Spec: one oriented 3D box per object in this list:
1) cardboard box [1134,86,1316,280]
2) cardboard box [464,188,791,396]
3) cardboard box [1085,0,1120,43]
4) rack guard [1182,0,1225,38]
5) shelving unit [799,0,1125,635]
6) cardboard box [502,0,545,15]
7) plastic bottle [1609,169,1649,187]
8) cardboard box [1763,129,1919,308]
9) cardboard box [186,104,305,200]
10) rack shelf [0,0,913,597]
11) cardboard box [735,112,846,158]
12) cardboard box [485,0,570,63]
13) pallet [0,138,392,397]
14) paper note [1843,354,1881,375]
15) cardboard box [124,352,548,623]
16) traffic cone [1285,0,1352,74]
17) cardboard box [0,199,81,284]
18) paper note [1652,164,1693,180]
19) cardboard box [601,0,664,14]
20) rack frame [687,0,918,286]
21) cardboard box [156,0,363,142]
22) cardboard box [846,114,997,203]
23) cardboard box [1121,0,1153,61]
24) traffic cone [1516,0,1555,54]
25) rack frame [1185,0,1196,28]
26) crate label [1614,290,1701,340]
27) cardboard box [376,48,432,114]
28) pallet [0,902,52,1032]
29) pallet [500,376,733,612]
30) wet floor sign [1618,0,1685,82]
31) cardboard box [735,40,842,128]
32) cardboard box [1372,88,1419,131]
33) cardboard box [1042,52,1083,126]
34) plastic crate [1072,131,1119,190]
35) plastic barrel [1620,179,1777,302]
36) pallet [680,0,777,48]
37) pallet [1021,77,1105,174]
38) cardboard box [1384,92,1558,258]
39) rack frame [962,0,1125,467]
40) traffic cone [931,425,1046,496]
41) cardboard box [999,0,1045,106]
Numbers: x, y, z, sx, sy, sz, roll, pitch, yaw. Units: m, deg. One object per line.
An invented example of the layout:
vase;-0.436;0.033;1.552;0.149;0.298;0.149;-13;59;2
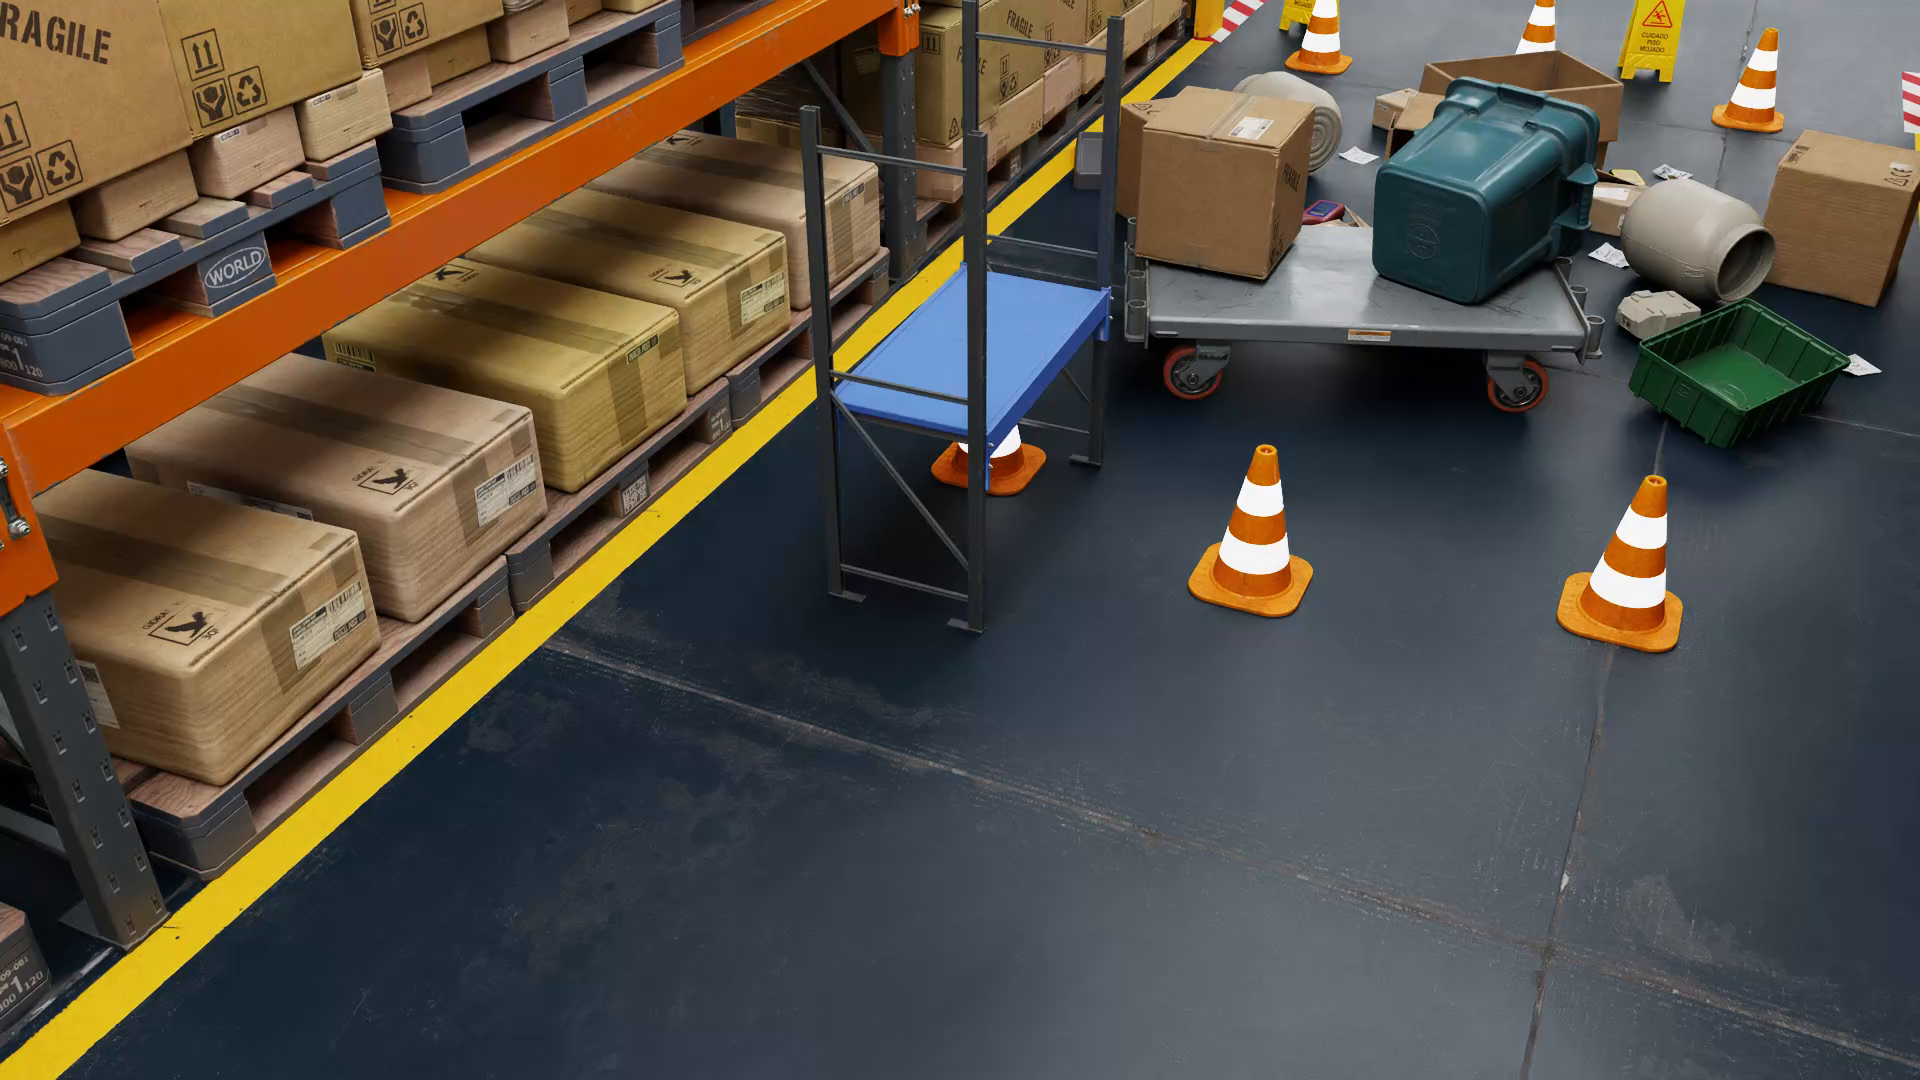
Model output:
cardboard box;0.974;-1.323;6.121;0.500;0.500;0.500;14;36;20
cardboard box;-1.170;-0.901;5.902;0.950;0.372;0.625;16;37;23
cardboard box;0.488;-2.807;8.236;0.500;0.500;0.500;13;36;19
rack guard;0.987;-3.354;9.909;1.175;0.500;0.348;14;36;20
shelving unit;0.041;-0.671;4.892;0.538;1.500;1.048;14;36;20
cardboard box;-1.286;-1.740;4.422;0.500;0.500;0.500;13;35;19
plastic bottle;3.099;-1.636;7.690;0.133;0.061;0.283;3;33;4
cardboard box;3.601;-1.324;6.811;0.500;0.500;0.500;21;39;28
cardboard box;-1.718;-0.901;3.735;0.380;0.149;0.250;12;35;17
rack shelf;-1.492;-1.148;4.921;1.077;0.370;4.000;14;36;20
cardboard box;-0.652;-1.827;7.425;0.500;0.250;0.500;16;36;23
cardboard box;-1.303;-1.436;4.551;0.380;0.149;0.250;15;36;22
pallet;-2.127;-0.752;3.836;1.213;0.211;1.003;14;36;20
paper note;3.342;-0.661;6.229;0.147;0.020;0.142;-9;34;-13
cardboard box;-1.781;-0.178;4.799;0.950;0.372;0.625;13;36;20
traffic cone;2.010;-2.866;9.199;0.336;0.463;0.334;14;36;20
cardboard box;-2.023;-0.642;3.340;0.380;0.149;0.250;12;35;18
paper note;3.376;-1.739;7.875;0.144;0.017;0.142;29;43;36
cardboard box;-1.059;-1.691;4.939;0.380;0.149;0.250;14;36;20
rack frame;-0.655;-2.445;6.243;1.000;3.000;0.127;14;36;20
cardboard box;-1.718;-1.227;3.640;0.500;0.500;0.500;16;37;23
cardboard box;-0.163;-1.702;7.235;0.500;0.250;0.500;13;35;18
cardboard box;0.701;-2.742;8.821;0.500;0.250;0.500;14;36;21
traffic cone;3.161;-2.781;9.069;0.336;0.463;0.334;14;36;20
rack frame;1.019;-4.437;9.281;1.000;3.000;0.127;14;36;20
crate label;2.708;-0.863;6.441;0.298;0.136;0.250;-9;34;-13
cardboard box;-1.554;-1.171;4.147;0.380;0.149;0.250;16;37;23
pallet;-2.727;1.089;3.397;1.003;0.211;1.213;14;36;20
pallet;-1.488;-0.281;5.486;1.003;0.211;1.213;14;36;20
wet floor sign;3.771;-2.836;8.986;0.267;0.644;0.232;8;34;12
cardboard box;-0.651;-2.140;7.219;0.500;0.500;0.500;14;36;20
cardboard box;2.305;-2.129;8.361;0.250;0.149;0.380;-21;39;-29
cardboard box;0.270;-2.236;8.049;0.500;0.250;0.500;14;36;20
plastic crate;0.747;-1.818;7.949;0.402;0.080;0.583;3;33;4
plastic barrel;2.965;-1.199;6.692;0.421;0.421;0.512;-15;36;-21
pallet;-1.107;-2.017;5.766;1.003;0.211;1.213;14;36;20
pallet;0.103;-2.231;8.460;1.003;0.211;1.213;14;36;20
cardboard box;2.200;-1.526;6.995;0.797;0.637;0.503;14;36;20
rack frame;0.245;-0.932;5.277;0.500;1.500;0.032;14;36;20
traffic cone;0.098;-0.445;5.507;0.336;0.463;0.334;14;36;20
cardboard box;0.051;-2.285;7.440;0.500;0.500;0.500;16;36;22
